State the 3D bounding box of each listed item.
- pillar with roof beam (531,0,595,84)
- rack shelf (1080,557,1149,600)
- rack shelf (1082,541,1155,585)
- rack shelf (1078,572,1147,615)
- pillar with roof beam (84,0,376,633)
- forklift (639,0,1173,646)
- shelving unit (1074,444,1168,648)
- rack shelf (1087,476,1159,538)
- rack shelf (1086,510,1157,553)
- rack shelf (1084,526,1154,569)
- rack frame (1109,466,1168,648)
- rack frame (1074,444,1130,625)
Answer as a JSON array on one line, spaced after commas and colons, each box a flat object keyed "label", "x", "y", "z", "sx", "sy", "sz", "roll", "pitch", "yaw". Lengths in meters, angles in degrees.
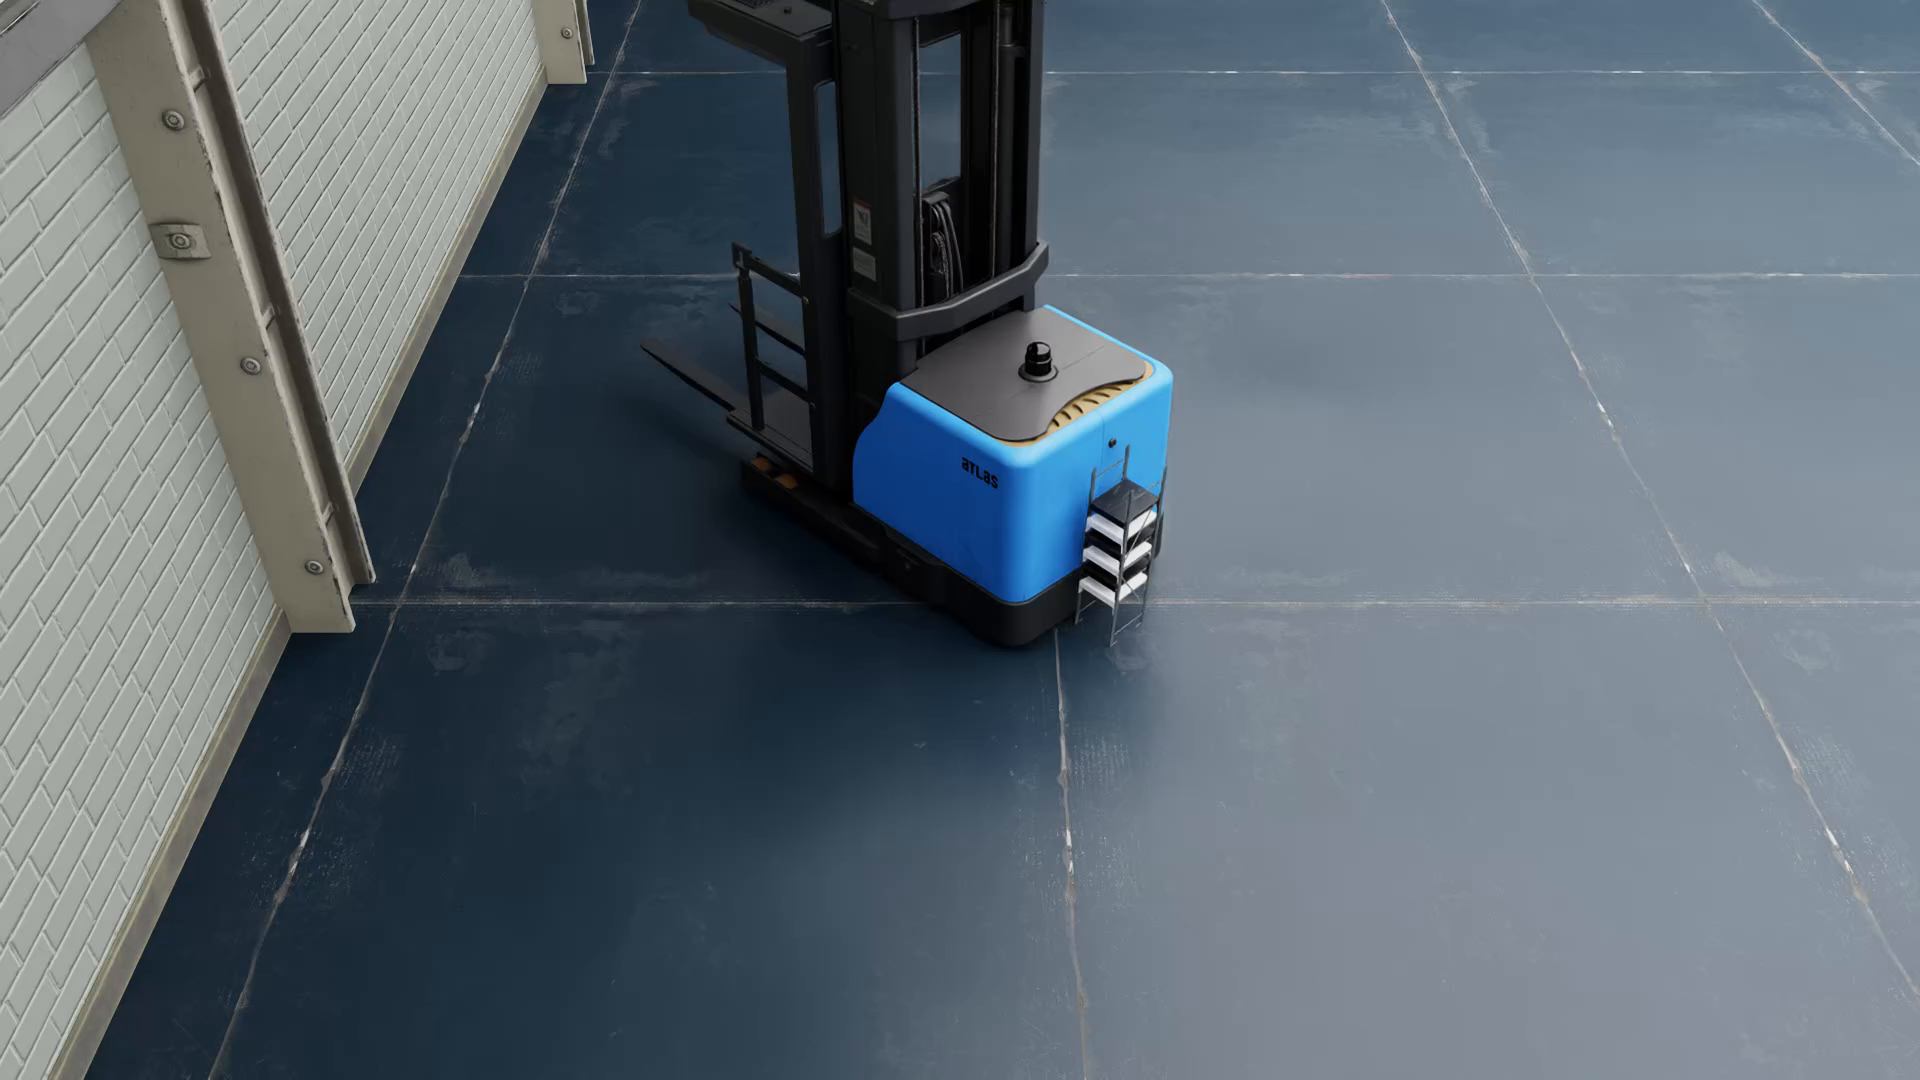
[{"label": "pillar with roof beam", "x": 1.411, "y": -6.975, "z": 9.504, "sx": 9.100, "sy": 9.000, "sz": 0.400, "roll": 0, "pitch": 39, "yaw": 0}, {"label": "rack shelf", "x": 0.686, "y": 0.129, "z": 7.303, "sx": 0.200, "sy": 0.077, "sz": 0.258, "roll": 34, "pitch": 49, "yaw": 30}, {"label": "rack shelf", "x": 0.690, "y": 0.061, "z": 7.244, "sx": 0.200, "sy": 0.077, "sz": 0.258, "roll": 34, "pitch": 49, "yaw": 30}, {"label": "rack shelf", "x": 0.683, "y": 0.197, "z": 7.362, "sx": 0.200, "sy": 0.077, "sz": 0.258, "roll": 34, "pitch": 49, "yaw": 30}, {"label": "pillar with roof beam", "x": 1.418, "y": -3.223, "z": 4.822, "sx": 9.100, "sy": 9.000, "sz": 0.400, "roll": 0, "pitch": 39, "yaw": 0}, {"label": "forklift", "x": -0.441, "y": -1.503, "z": 7.527, "sx": 1.130, "sy": 2.935, "sz": 3.031, "roll": -31, "pitch": 48, "yaw": -33}, {"label": "shelving unit", "x": 0.692, "y": 0.036, "z": 7.222, "sx": 0.210, "sy": 0.900, "sz": 0.258, "roll": 34, "pitch": 49, "yaw": 30}, {"label": "rack shelf", "x": 0.701, "y": -0.142, "z": 7.067, "sx": 0.200, "sy": 0.077, "sz": 0.258, "roll": 34, "pitch": 49, "yaw": 30}, {"label": "rack shelf", "x": 0.698, "y": -0.074, "z": 7.126, "sx": 0.200, "sy": 0.077, "sz": 0.258, "roll": 34, "pitch": 49, "yaw": 30}, {"label": "rack shelf", "x": 0.694, "y": -0.007, "z": 7.185, "sx": 0.200, "sy": 0.077, "sz": 0.258, "roll": 34, "pitch": 49, "yaw": 30}, {"label": "rack frame", "x": 0.765, "y": 0.085, "z": 7.171, "sx": 0.006, "sy": 0.900, "sz": 0.240, "roll": 34, "pitch": 49, "yaw": 30}, {"label": "rack frame", "x": 0.618, "y": -0.012, "z": 7.273, "sx": 0.006, "sy": 0.900, "sz": 0.240, "roll": 34, "pitch": 49, "yaw": 30}]
